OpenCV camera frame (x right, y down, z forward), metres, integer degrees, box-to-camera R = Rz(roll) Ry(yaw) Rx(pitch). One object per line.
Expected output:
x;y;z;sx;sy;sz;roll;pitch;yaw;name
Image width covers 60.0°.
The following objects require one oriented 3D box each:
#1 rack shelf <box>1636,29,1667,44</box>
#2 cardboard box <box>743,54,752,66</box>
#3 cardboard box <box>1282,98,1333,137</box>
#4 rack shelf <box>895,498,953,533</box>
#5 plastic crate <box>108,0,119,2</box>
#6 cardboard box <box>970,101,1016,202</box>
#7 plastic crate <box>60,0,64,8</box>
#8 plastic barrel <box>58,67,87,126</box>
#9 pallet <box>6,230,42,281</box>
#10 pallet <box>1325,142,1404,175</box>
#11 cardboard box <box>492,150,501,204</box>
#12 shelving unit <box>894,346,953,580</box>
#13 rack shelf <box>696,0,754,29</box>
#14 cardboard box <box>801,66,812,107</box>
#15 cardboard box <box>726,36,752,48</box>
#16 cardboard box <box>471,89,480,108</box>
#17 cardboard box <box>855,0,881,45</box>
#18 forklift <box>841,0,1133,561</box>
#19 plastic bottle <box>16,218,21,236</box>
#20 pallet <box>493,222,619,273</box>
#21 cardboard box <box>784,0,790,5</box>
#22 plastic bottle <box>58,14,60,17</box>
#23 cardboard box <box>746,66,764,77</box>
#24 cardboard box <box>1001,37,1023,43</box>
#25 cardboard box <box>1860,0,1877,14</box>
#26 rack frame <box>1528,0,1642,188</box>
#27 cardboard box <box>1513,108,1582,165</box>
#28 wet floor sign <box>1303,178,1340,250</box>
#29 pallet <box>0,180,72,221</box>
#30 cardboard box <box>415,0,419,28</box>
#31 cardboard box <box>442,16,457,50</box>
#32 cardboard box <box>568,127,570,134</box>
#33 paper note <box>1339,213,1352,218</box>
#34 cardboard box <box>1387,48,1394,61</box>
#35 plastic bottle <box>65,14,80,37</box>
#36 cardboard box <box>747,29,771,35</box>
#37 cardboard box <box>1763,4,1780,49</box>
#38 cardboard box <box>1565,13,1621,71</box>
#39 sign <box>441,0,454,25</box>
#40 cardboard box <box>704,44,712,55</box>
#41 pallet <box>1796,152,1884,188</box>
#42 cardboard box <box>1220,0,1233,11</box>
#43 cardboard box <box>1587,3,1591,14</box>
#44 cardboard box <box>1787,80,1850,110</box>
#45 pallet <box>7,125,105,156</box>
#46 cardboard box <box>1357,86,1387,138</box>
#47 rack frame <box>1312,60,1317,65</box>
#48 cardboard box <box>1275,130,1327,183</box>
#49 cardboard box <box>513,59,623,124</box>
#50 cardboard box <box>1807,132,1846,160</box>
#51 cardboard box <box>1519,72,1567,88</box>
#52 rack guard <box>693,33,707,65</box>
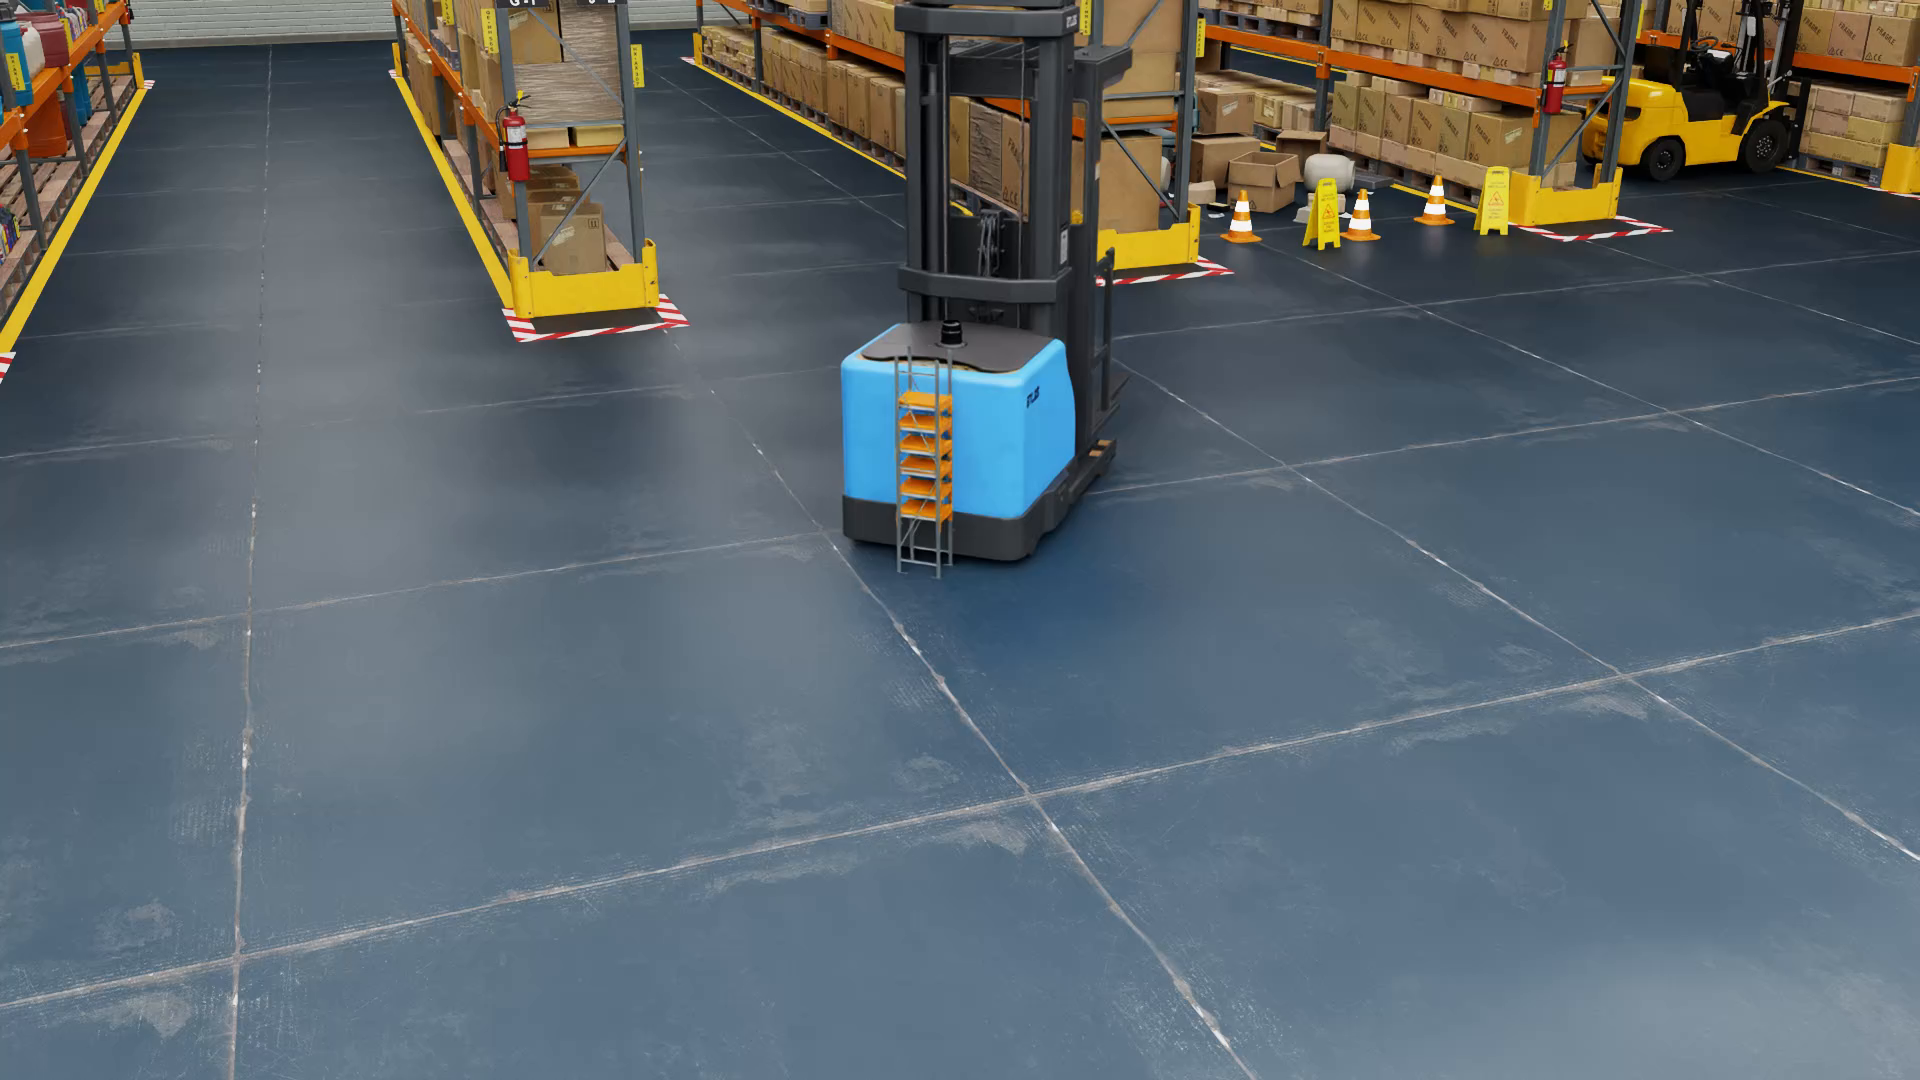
8.716;-7.183;23.356;1.077;0.370;4.000;-8;24;-19;rack shelf
-3.157;-7.480;25.883;0.380;0.149;0.250;-10;25;-22;cardboard box
4.593;-5.278;20.753;0.950;0.372;0.625;-8;24;-18;cardboard box
-0.186;-0.130;8.747;0.258;0.103;0.180;8;24;18;rack shelf
-13.070;-8.374;25.133;0.616;0.435;0.499;-8;24;-19;plastic crate
0.664;-4.039;17.165;0.875;0.875;0.875;-8;24;-19;cardboard box
-13.119;-7.763;23.945;0.416;0.233;0.300;-8;24;-19;plastic crate
-11.524;-5.742;21.172;0.600;0.901;0.708;-8;24;-19;plastic barrel
-8.926;-2.531;14.984;1.003;0.211;1.213;-8;24;-19;pallet
5.051;-4.581;19.847;1.003;0.211;1.213;-8;24;-19;pallet
-4.387;-3.636;16.693;0.500;0.500;0.500;-9;25;-21;cardboard box
-0.186;-0.393;8.637;0.258;1.200;0.189;8;24;18;shelving unit
-3.347;-8.691;26.935;1.077;0.370;4.000;-8;24;-19;rack shelf
-1.885;-6.277;22.958;0.500;0.500;0.500;-7;24;-17;cardboard box
-3.540;-8.007;26.750;0.380;0.149;0.250;-9;25;-21;cardboard box
-4.359;-4.145;15.545;0.380;0.149;0.250;-8;24;-19;cardboard box
-0.962;-6.321;20.256;0.500;0.500;0.500;-8;24;-19;cardboard box
0.334;-1.784;9.709;1.130;2.935;3.031;8;24;18;forklift
-8.705;-2.890;15.281;0.097;0.201;0.097;0;23;0;plastic bottle
-3.786;-2.777;15.568;1.003;0.211;1.213;-8;24;-19;pallet
-2.191;-7.409;22.749;0.380;0.149;0.250;-9;25;-21;cardboard box
-11.312;-6.475;20.915;0.097;0.271;0.097;0;23;0;plastic bottle
-3.098;-7.272;25.770;0.380;0.149;0.250;-8;24;-18;cardboard box
0.904;-4.738;16.436;0.875;0.550;0.500;-8;24;-19;cardboard box
10.299;-5.958;18.560;0.380;0.149;0.250;-8;24;-18;cardboard box
6.193;-4.652;16.425;1.000;3.000;0.127;-8;24;-19;rack frame
6.158;-4.263;17.537;0.500;0.500;0.500;-9;25;-21;cardboard box
3.461;-3.112;15.803;0.267;0.644;0.232;-13;26;-28;wet floor sign
-9.873;-3.505;17.294;1.003;0.211;1.213;-8;24;-19;pallet
-6.846;-6.945;21.738;0.500;0.500;0.500;-8;24;-18;cardboard box
-5.189;-5.604;18.010;0.797;0.503;0.637;-6;24;-14;cardboard box
-3.100;-3.499;14.013;0.380;0.149;0.250;-8;24;-19;cardboard box
3.997;-3.354;17.168;0.148;0.019;0.142;-18;29;-37;paper note
5.030;-5.467;18.682;0.380;0.149;0.250;-8;24;-19;cardboard box
-11.154;-6.452;20.855;0.152;0.276;0.135;-8;24;-19;plastic bottle
-3.352;-8.467;27.841;0.380;0.149;0.250;-9;25;-21;cardboard box
9.872;-6.080;19.685;0.500;0.500;0.500;-8;24;-19;cardboard box
6.286;-5.045;16.846;0.500;0.500;0.500;-9;24;-20;cardboard box
-5.009;-5.202;16.238;0.100;0.325;0.005;-8;24;-19;sign
-4.168;-8.395;28.436;0.380;0.149;0.250;-8;24;-18;cardboard box
10.526;-4.321;19.231;1.003;0.211;1.213;-8;24;-19;pallet
3.666;-7.100;22.016;0.380;0.149;0.250;-7;24;-16;cardboard box
8.670;-7.232;22.740;0.500;0.250;0.500;-8;24;-19;cardboard box
10.008;-5.213;19.467;0.500;0.250;0.500;-8;24;-18;cardboard box
-11.282;-4.958;20.741;1.003;0.211;1.213;-8;24;-19;pallet
4.936;-4.933;19.125;0.500;0.500;0.500;-7;24;-17;cardboard box
6.597;-9.694;28.389;1.000;3.000;0.127;-8;24;-19;rack frame
3.886;-4.378;18.991;0.500;0.500;0.500;8;24;18;cardboard box
-3.246;-3.679;13.604;0.875;0.500;0.500;-8;24;-19;cardboard box
10.207;-4.570;19.230;0.500;0.250;0.500;-8;24;-19;cardboard box
5.861;-4.642;16.726;0.380;0.149;0.250;-8;24;-17;cardboard box
-4.027;-8.570;28.939;1.175;0.500;0.348;-8;24;-19;rack guard
